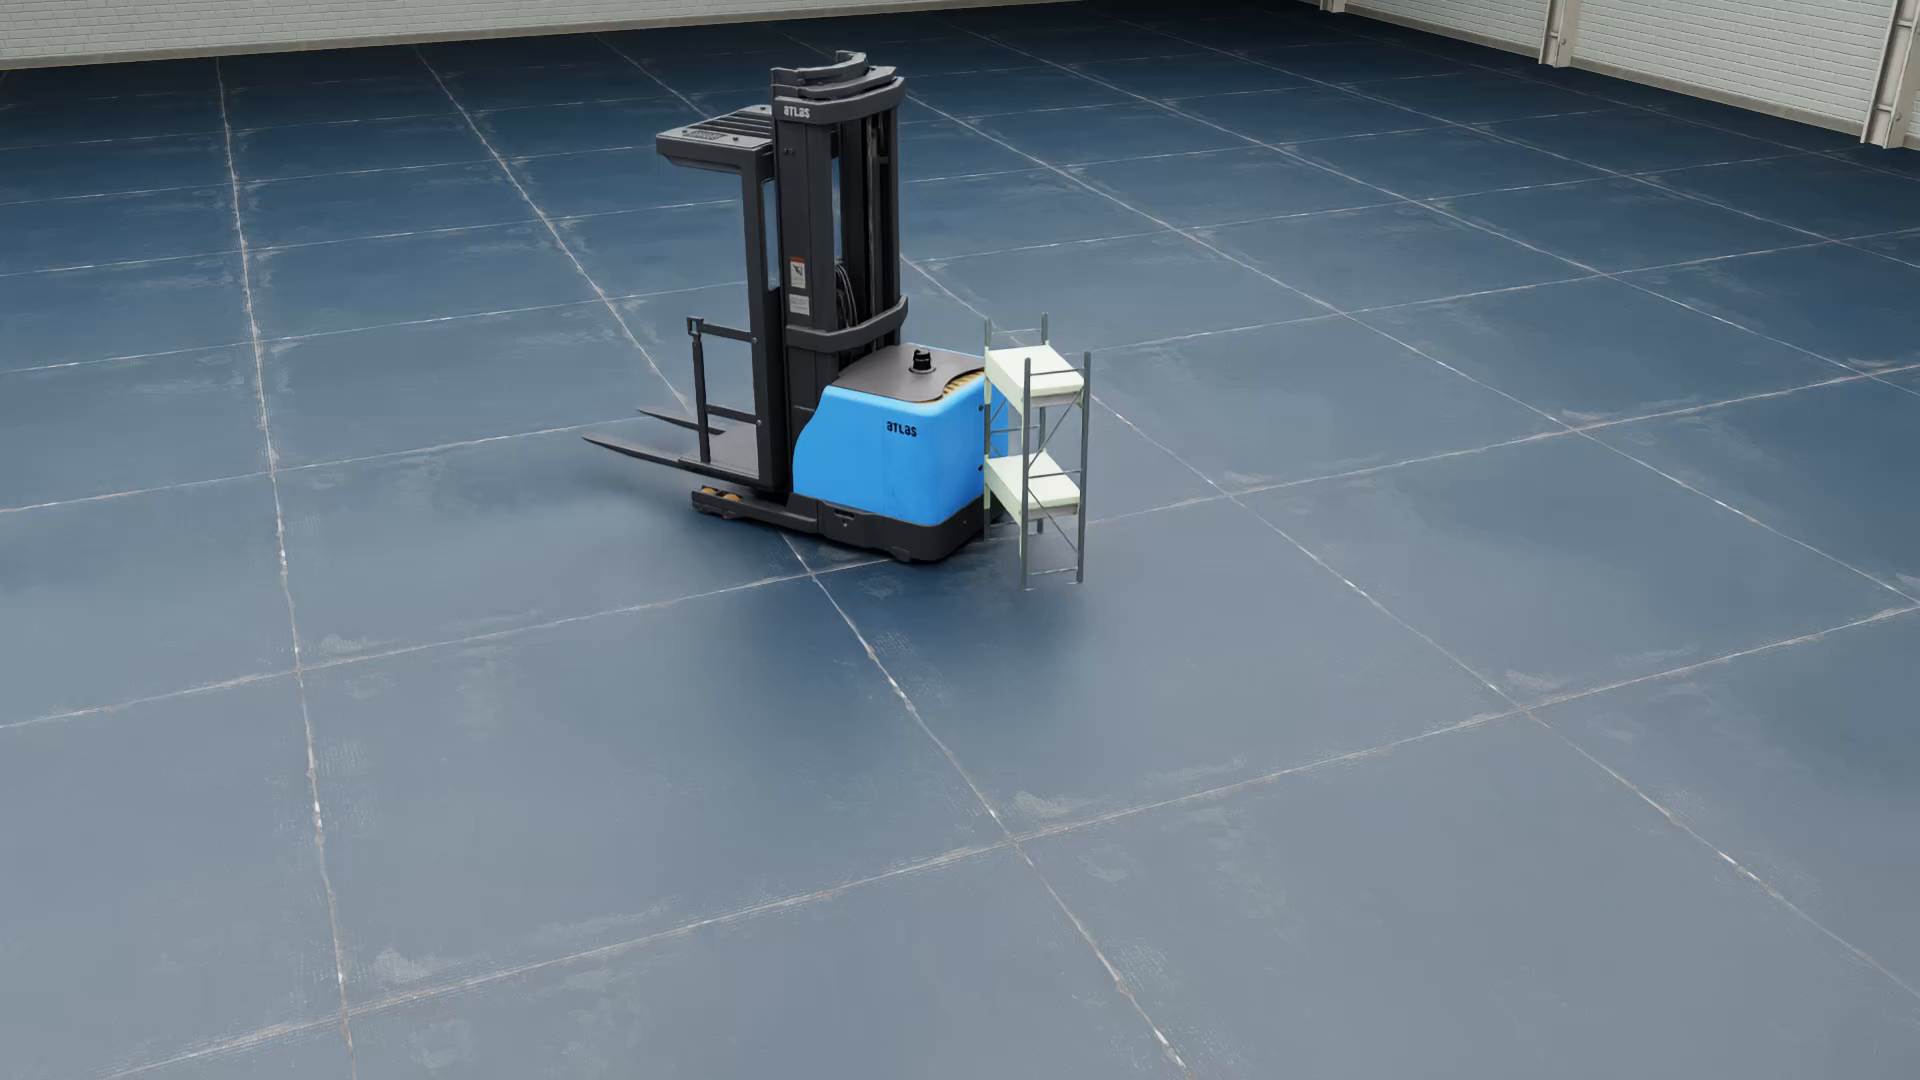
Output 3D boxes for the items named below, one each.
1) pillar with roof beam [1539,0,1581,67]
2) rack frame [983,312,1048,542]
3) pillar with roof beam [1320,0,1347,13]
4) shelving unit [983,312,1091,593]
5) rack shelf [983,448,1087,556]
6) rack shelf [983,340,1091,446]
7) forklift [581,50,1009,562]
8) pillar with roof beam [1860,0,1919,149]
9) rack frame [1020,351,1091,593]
[{"bbox_3d":[5.313,-10.717,22.443,9.100,9.000,0.400,-11,28,-21],"label":"pillar with roof beam"},{"bbox_3d":[0.346,-0.690,10.454,0.400,1.500,0.023,-8,27,-15],"label":"rack frame"},{"bbox_3d":[2.963,-13.139,27.404,9.100,9.000,0.400,-11,28,-21],"label":"pillar with roof beam"},{"bbox_3d":[0.453,-0.537,10.140,0.431,1.500,0.755,-8,27,-15],"label":"shelving unit"},{"bbox_3d":[0.453,-0.244,10.283,0.431,0.370,0.720,-8,27,-15],"label":"rack shelf"},{"bbox_3d":[0.453,-0.887,9.968,0.431,0.370,0.720,-8,27,-15],"label":"rack shelf"},{"bbox_3d":[-1.201,-1.638,10.763,3.031,2.935,1.130,14,29,27],"label":"forklift"},{"bbox_3d":[7.662,-8.295,17.482,9.100,9.000,0.400,-11,28,-21],"label":"pillar with roof beam"},{"bbox_3d":[0.560,-0.383,9.825,0.400,1.500,0.023,-8,27,-15],"label":"rack frame"}]
